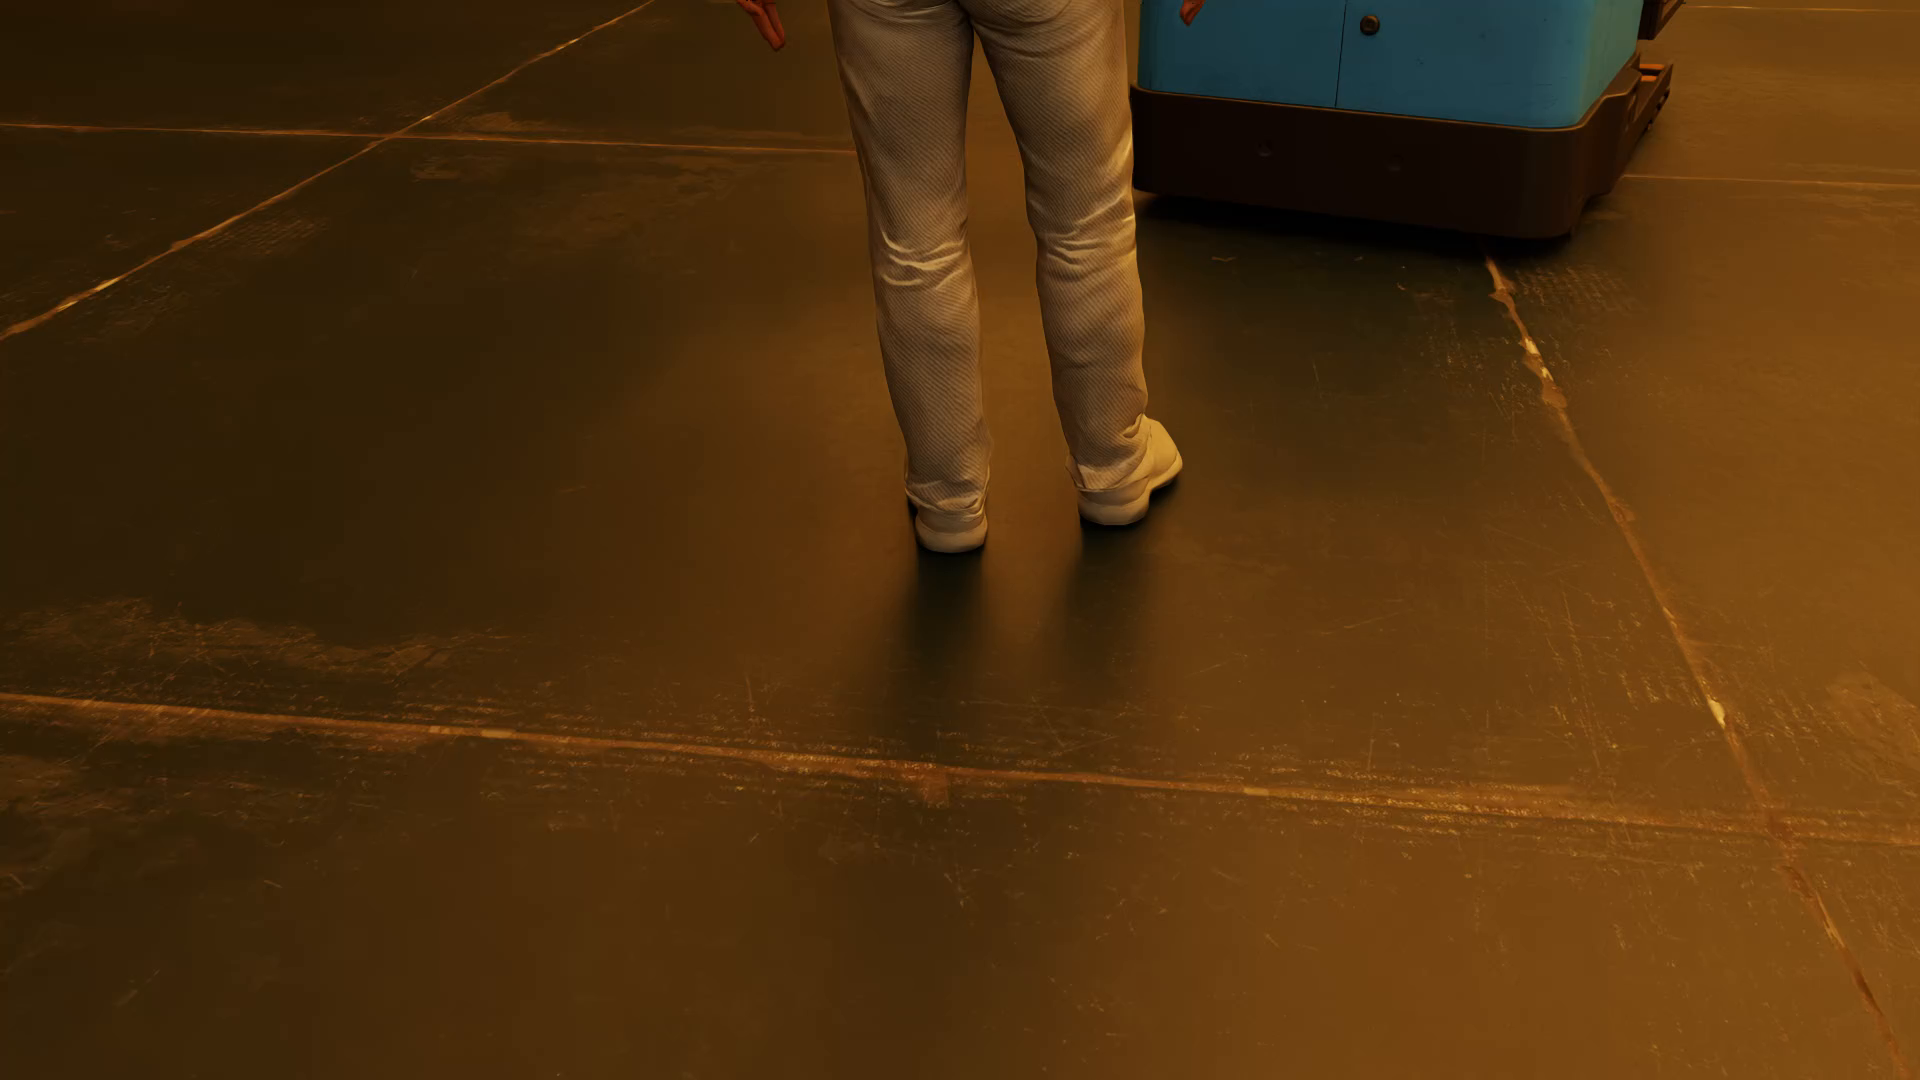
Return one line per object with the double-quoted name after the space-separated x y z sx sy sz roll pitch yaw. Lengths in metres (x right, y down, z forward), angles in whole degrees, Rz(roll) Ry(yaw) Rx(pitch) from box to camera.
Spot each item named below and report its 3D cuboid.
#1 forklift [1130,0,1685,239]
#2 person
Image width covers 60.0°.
1.526 -2.602 4.433 1.130 2.935 3.031 13 29 24 "forklift"
0.014 -0.827 2.164 0.666 1.768 0.575 3 27 7 "person"
